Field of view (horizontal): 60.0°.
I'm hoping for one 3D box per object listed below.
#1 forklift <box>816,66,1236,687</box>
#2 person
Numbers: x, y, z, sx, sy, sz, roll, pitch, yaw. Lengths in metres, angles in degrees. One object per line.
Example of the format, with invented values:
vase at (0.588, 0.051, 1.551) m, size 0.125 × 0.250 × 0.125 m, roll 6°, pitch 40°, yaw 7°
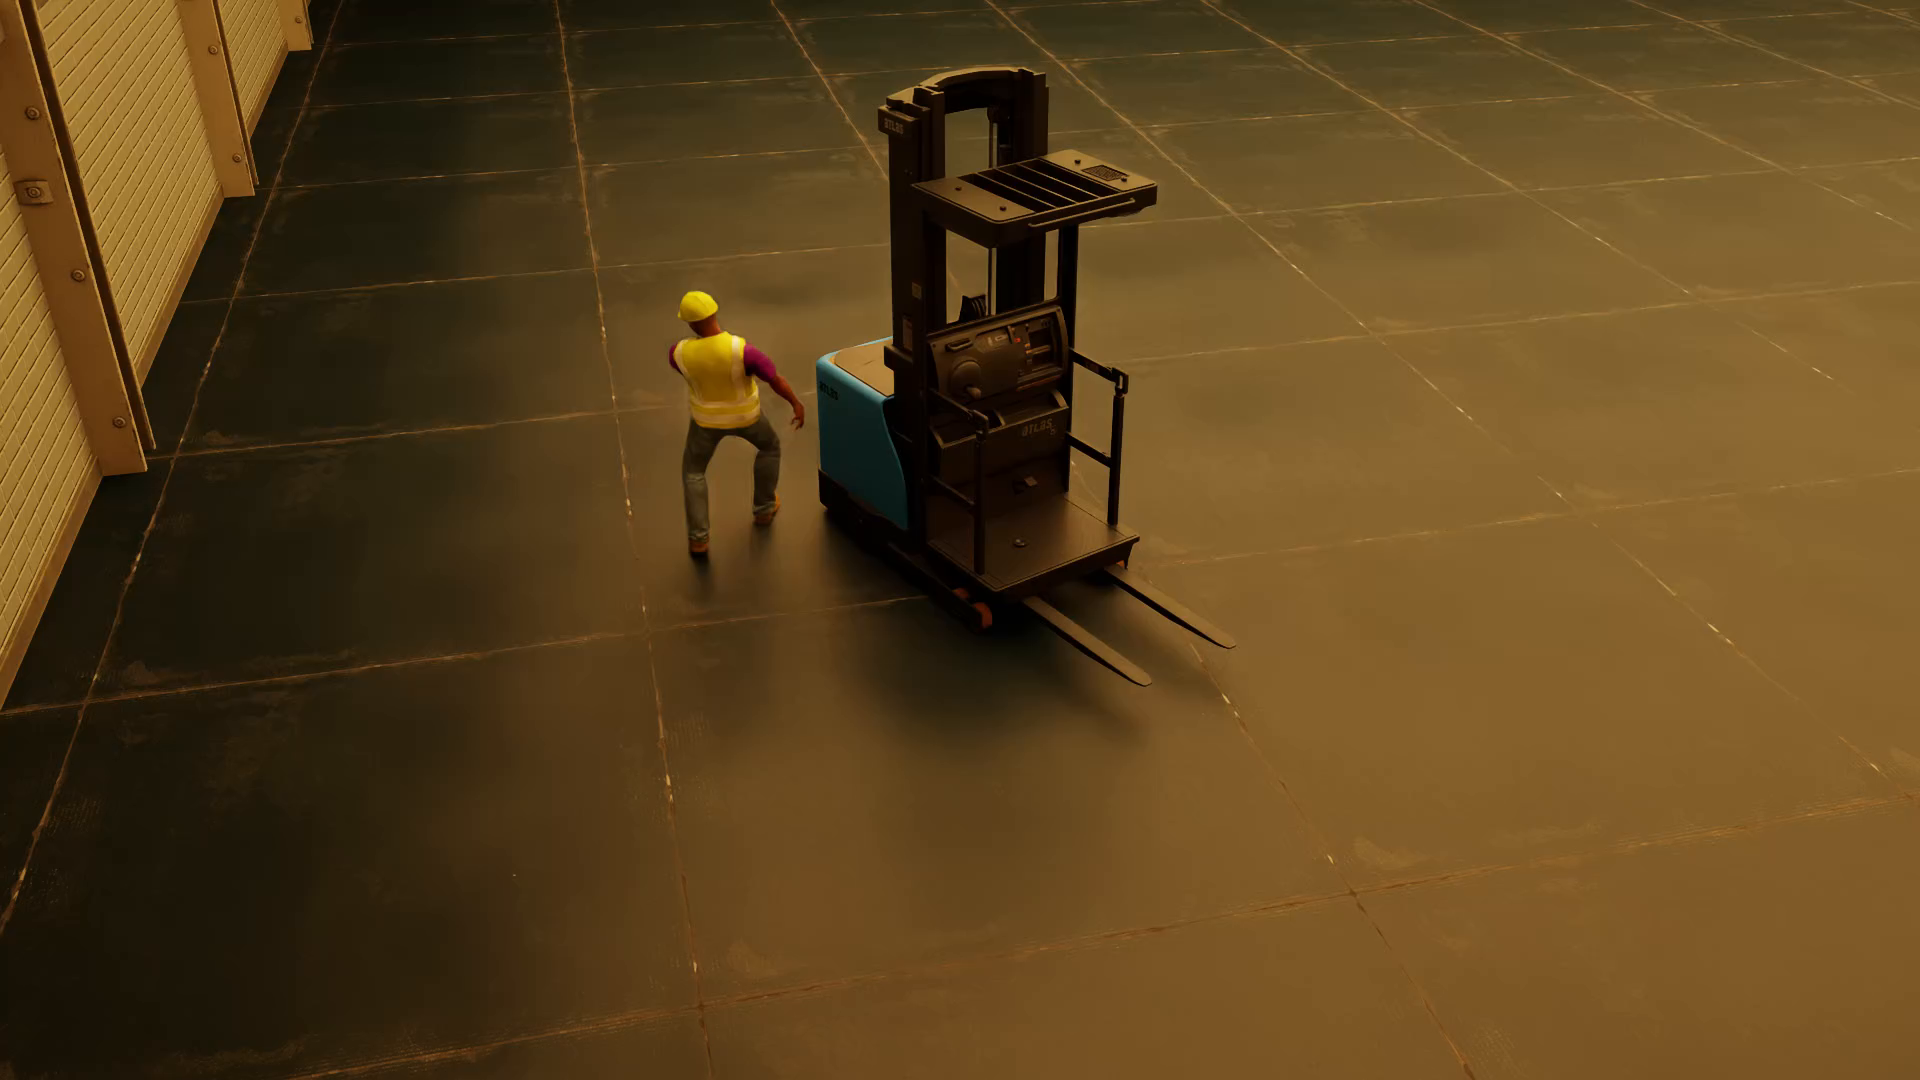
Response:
forklift at (0.355, -1.021, 9.338) m, size 1.130 × 2.935 × 3.031 m, roll -20°, pitch 35°, yaw -30°
person at (-1.361, -0.817, 10.274) m, size 0.794 × 1.659 × 0.853 m, roll -4°, pitch 30°, yaw -6°
